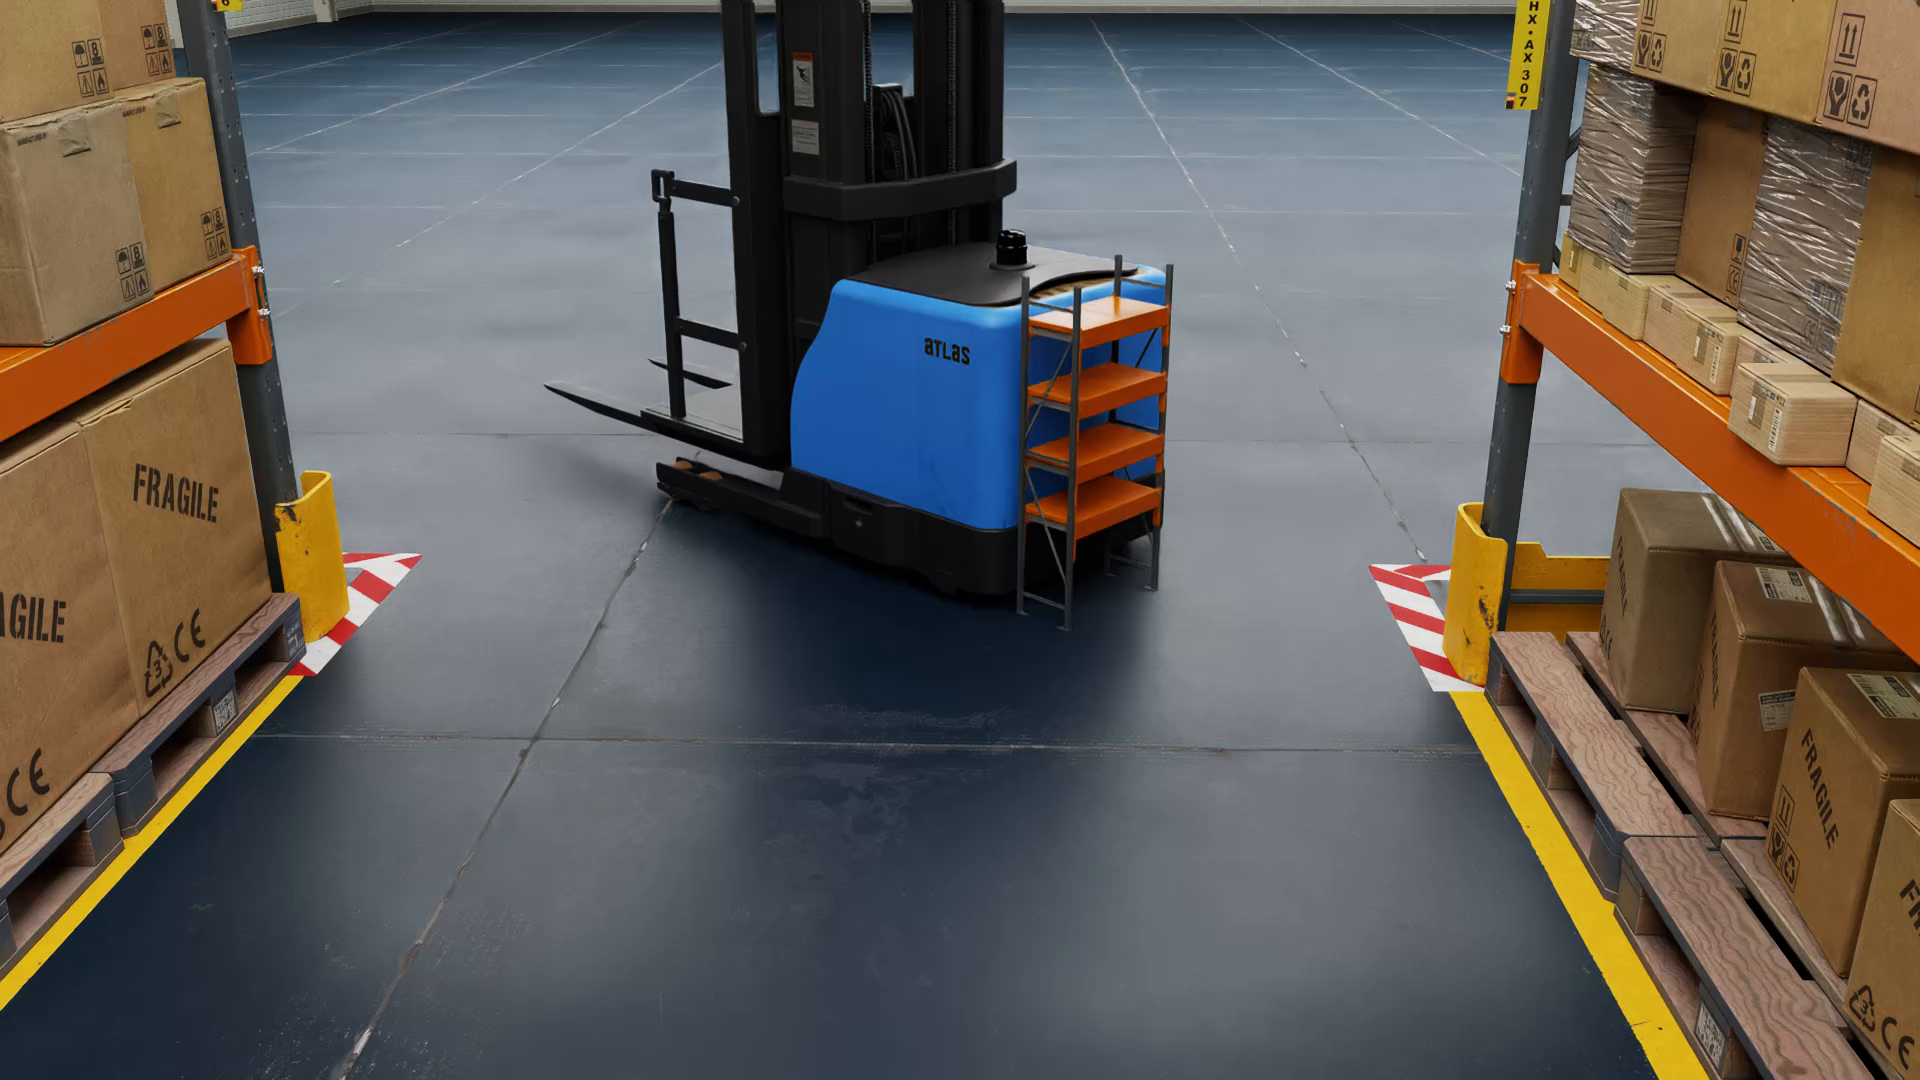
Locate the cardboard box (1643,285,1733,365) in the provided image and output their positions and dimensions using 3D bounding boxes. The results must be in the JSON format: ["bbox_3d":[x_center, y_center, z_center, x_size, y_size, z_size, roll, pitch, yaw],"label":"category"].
[{"bbox_3d":[1.922,-0.527,4.087,0.380,0.149,0.250,1,21,2],"label":"cardboard box"}]

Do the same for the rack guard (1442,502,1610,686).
[{"bbox_3d":[2.202,0.178,5.380,1.175,0.500,0.348,1,21,2],"label":"rack guard"}]

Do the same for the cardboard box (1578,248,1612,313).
[{"bbox_3d":[1.931,-0.708,4.553,0.380,0.149,0.250,1,21,2],"label":"cardboard box"}]

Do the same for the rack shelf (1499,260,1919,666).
[{"bbox_3d":[2.144,0.043,3.265,1.077,0.370,4.000,1,21,2],"label":"rack shelf"}]

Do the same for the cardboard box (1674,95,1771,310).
[{"bbox_3d":[2.265,-0.820,3.946,0.875,0.500,0.500,1,21,2],"label":"cardboard box"}]

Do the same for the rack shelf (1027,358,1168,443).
[{"bbox_3d":[0.460,-0.482,5.678,0.258,0.148,0.480,19,28,40],"label":"rack shelf"}]

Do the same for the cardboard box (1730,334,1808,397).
[{"bbox_3d":[1.926,-0.346,3.621,0.380,0.149,0.250,1,21,2],"label":"cardboard box"}]

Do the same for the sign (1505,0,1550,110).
[{"bbox_3d":[1.662,-1.425,4.858,0.100,0.325,0.005,1,21,2],"label":"sign"}]

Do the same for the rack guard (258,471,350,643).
[{"bbox_3d":[-2.749,0.050,5.708,1.175,0.500,0.348,1,21,2],"label":"rack guard"}]

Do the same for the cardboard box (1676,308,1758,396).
[{"bbox_3d":[1.907,-0.436,3.854,0.380,0.149,0.250,1,21,2],"label":"cardboard box"}]

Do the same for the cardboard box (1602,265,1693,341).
[{"bbox_3d":[1.908,-0.617,4.321,0.380,0.149,0.250,1,21,2],"label":"cardboard box"}]

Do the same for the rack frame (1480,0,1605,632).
[{"bbox_3d":[2.205,-1.015,4.999,1.000,3.000,0.127,1,21,2],"label":"rack frame"}]

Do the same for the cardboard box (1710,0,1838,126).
[{"bbox_3d":[1.880,-1.109,3.310,0.500,0.500,0.500,1,21,2],"label":"cardboard box"}]

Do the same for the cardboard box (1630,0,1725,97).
[{"bbox_3d":[1.893,-1.290,3.776,0.500,0.500,0.500,1,21,2],"label":"cardboard box"}]

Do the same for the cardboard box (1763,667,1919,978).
[{"bbox_3d":[2.147,0.623,3.653,0.500,0.500,0.500,3,21,7],"label":"cardboard box"}]

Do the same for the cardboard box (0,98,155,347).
[{"bbox_3d":[-2.711,-0.843,4.346,0.875,0.550,0.550,1,21,2],"label":"cardboard box"}]

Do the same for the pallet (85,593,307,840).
[{"bbox_3d":[-2.696,0.484,4.991,1.003,0.211,1.213,1,21,2],"label":"pallet"}]

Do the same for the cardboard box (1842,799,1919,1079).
[{"bbox_3d":[2.085,0.824,3.134,0.500,0.500,0.500,-1,21,-3],"label":"cardboard box"}]

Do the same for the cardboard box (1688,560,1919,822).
[{"bbox_3d":[2.185,0.396,4.236,0.500,0.500,0.500,6,22,16],"label":"cardboard box"}]

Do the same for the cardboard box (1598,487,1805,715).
[{"bbox_3d":[2.169,0.180,4.794,0.500,0.500,0.500,5,22,12],"label":"cardboard box"}]

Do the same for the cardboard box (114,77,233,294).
[{"bbox_3d":[-2.716,-1.042,4.860,0.875,0.550,0.550,1,21,2],"label":"cardboard box"}]

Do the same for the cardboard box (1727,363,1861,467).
[{"bbox_3d":[1.815,-0.256,3.390,0.380,0.149,0.250,1,21,2],"label":"cardboard box"}]

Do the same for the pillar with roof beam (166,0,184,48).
[{"bbox_3d":[-8.551,-12.363,25.951,9.100,9.000,0.400,1,21,2],"label":"pillar with roof beam"}]

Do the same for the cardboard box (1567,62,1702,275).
[{"bbox_3d":[2.161,-1.002,4.415,0.875,0.500,0.500,1,21,2],"label":"cardboard box"}]

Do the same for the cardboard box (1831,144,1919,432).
[{"bbox_3d":[2.180,-0.459,3.016,0.875,0.500,0.500,1,21,2],"label":"cardboard box"}]

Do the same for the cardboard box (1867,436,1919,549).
[{"bbox_3d":[1.856,-0.075,2.923,0.380,0.149,0.250,1,21,2],"label":"cardboard box"}]

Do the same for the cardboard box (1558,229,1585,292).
[{"bbox_3d":[1.958,-0.798,4.786,0.380,0.149,0.250,1,21,2],"label":"cardboard box"}]

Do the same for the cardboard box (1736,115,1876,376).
[{"bbox_3d":[2.207,-0.640,3.481,0.875,0.500,0.500,1,21,2],"label":"cardboard box"}]

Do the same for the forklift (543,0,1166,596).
[{"bbox_3d":[-0.626,-1.603,6.610,3.031,2.935,1.130,19,28,40],"label":"forklift"}]

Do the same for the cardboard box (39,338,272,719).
[{"bbox_3d":[-2.704,-0.066,4.908,0.875,0.875,0.875,1,21,2],"label":"cardboard box"}]

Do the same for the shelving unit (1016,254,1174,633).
[{"bbox_3d":[0.460,-0.336,5.735,0.258,1.200,0.503,19,28,40],"label":"shelving unit"}]

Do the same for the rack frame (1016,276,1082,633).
[{"bbox_3d":[0.293,-0.272,5.570,0.240,1.200,0.015,19,28,40],"label":"rack frame"}]

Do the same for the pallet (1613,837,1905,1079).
[{"bbox_3d":[2.102,1.046,3.543,1.003,0.211,1.213,1,21,2],"label":"pallet"}]

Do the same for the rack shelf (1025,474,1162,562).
[{"bbox_3d":[0.459,-0.089,5.832,0.258,0.148,0.480,19,28,40],"label":"rack shelf"}]

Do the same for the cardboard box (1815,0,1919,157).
[{"bbox_3d":[1.870,-0.928,2.844,0.500,0.500,0.500,1,21,2],"label":"cardboard box"}]

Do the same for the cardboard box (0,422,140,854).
[{"bbox_3d":[-2.729,0.252,4.088,0.875,0.875,0.875,0,21,1],"label":"cardboard box"}]

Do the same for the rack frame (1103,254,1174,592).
[{"bbox_3d":[0.627,-0.400,5.901,0.240,1.200,0.015,19,28,40],"label":"rack frame"}]

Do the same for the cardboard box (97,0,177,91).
[{"bbox_3d":[-2.800,-1.546,4.667,0.875,0.550,0.550,1,21,2],"label":"cardboard box"}]

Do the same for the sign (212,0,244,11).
[{"bbox_3d":[-2.208,-1.746,4.953,0.100,0.325,0.005,1,21,2],"label":"sign"}]

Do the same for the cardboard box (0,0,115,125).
[{"bbox_3d":[-2.724,-1.346,4.151,0.875,0.550,0.550,1,21,2],"label":"cardboard box"}]

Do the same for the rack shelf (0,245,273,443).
[{"bbox_3d":[-2.811,-0.048,3.500,1.077,0.370,4.000,1,21,2],"label":"rack shelf"}]

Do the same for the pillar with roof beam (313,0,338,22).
[{"bbox_3d":[-8.369,-14.532,31.542,9.100,9.000,0.400,1,21,2],"label":"pillar with roof beam"}]

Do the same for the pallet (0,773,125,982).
[{"bbox_3d":[-2.736,0.924,3.857,1.003,0.211,1.213,1,21,2],"label":"pallet"}]

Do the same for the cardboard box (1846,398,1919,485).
[{"bbox_3d":[1.940,-0.165,3.154,0.380,0.149,0.250,1,21,2],"label":"cardboard box"}]

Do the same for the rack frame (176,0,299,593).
[{"bbox_3d":[-2.750,-1.106,5.234,1.000,3.000,0.127,1,21,2],"label":"rack frame"}]

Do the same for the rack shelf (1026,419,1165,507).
[{"bbox_3d":[0.460,-0.274,5.760,0.258,0.148,0.480,19,28,40],"label":"rack shelf"}]

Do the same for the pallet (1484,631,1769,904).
[{"bbox_3d":[2.142,0.606,4.676,1.003,0.211,1.213,1,21,2],"label":"pallet"}]

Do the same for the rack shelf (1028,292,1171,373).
[{"bbox_3d":[0.461,-0.702,5.592,0.258,0.148,0.480,19,28,40],"label":"rack shelf"}]

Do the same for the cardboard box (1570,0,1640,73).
[{"bbox_3d":[1.916,-1.471,4.241,0.500,0.500,0.500,1,21,2],"label":"cardboard box"}]
